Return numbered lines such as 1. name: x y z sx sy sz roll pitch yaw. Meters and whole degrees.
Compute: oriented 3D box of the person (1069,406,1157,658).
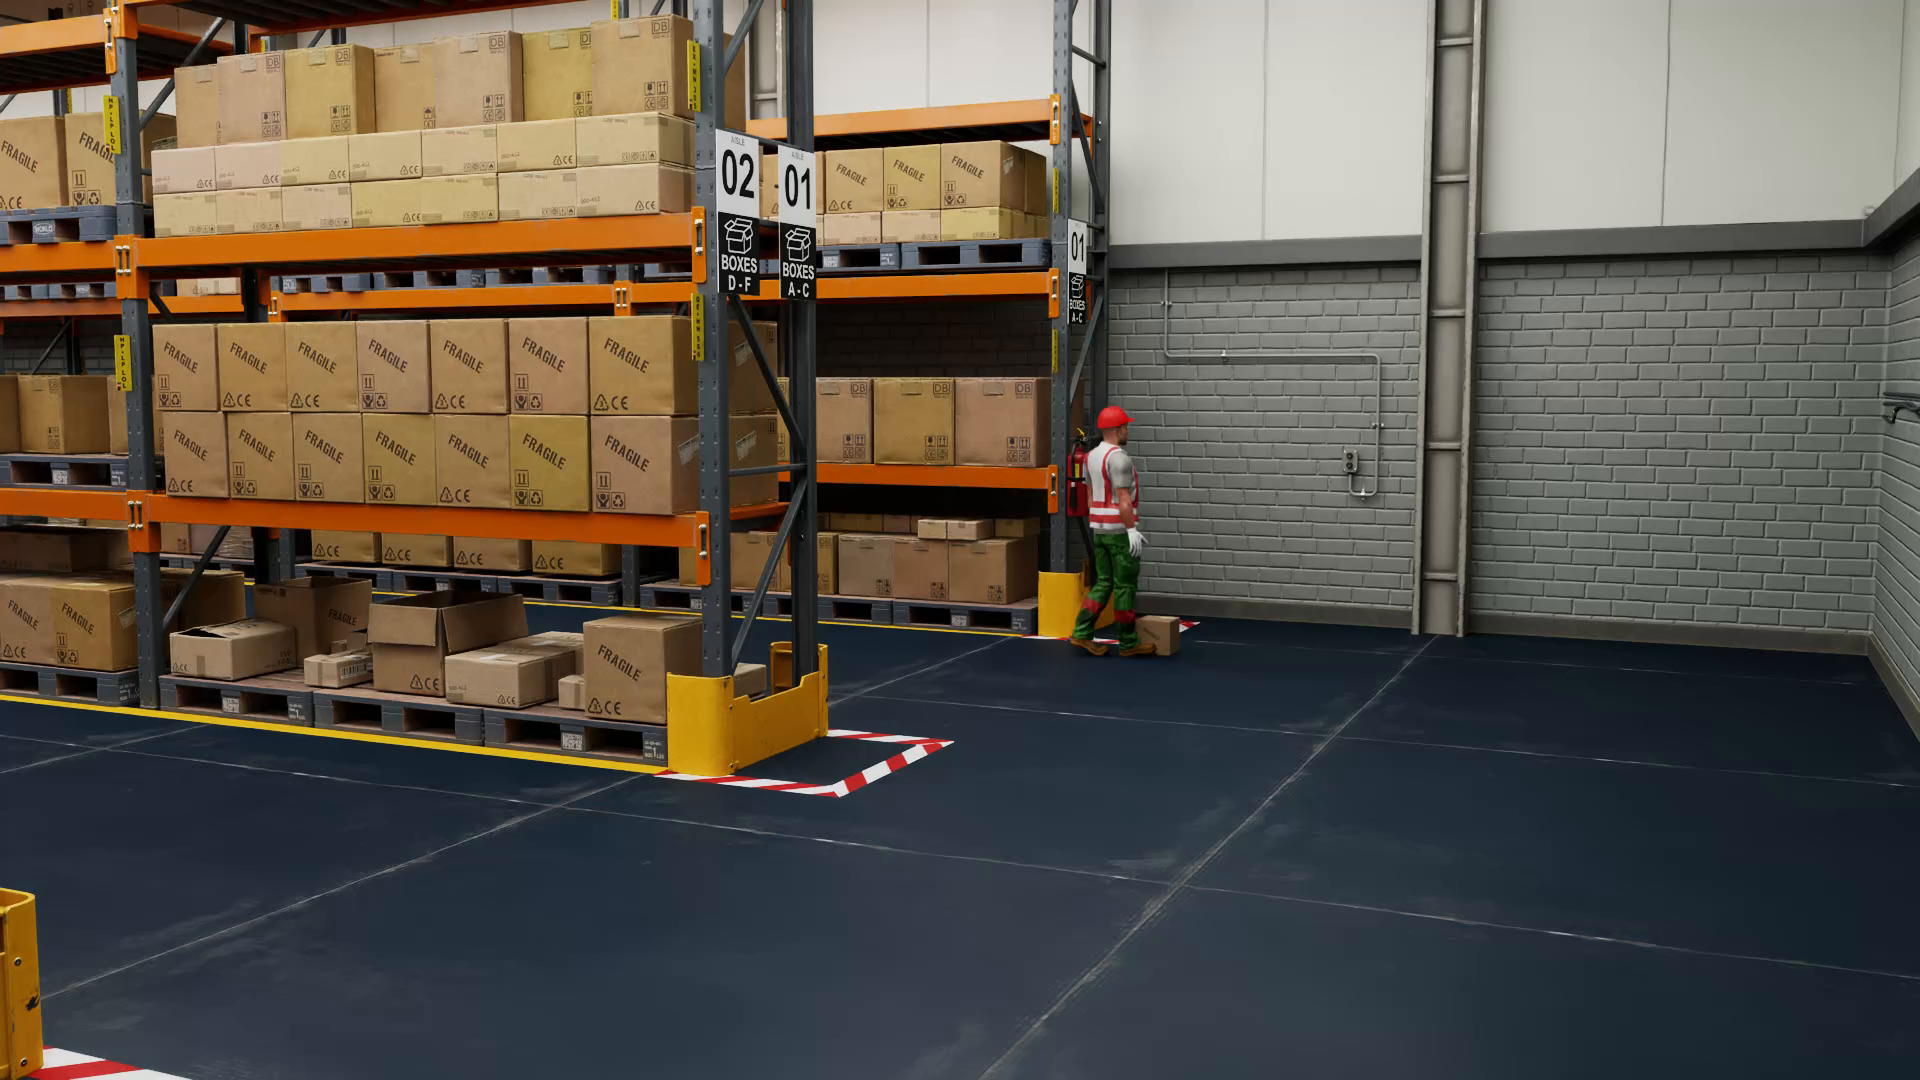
1. person: 1.130 -0.054 11.874 0.600 1.799 0.564 -2 6 -21
